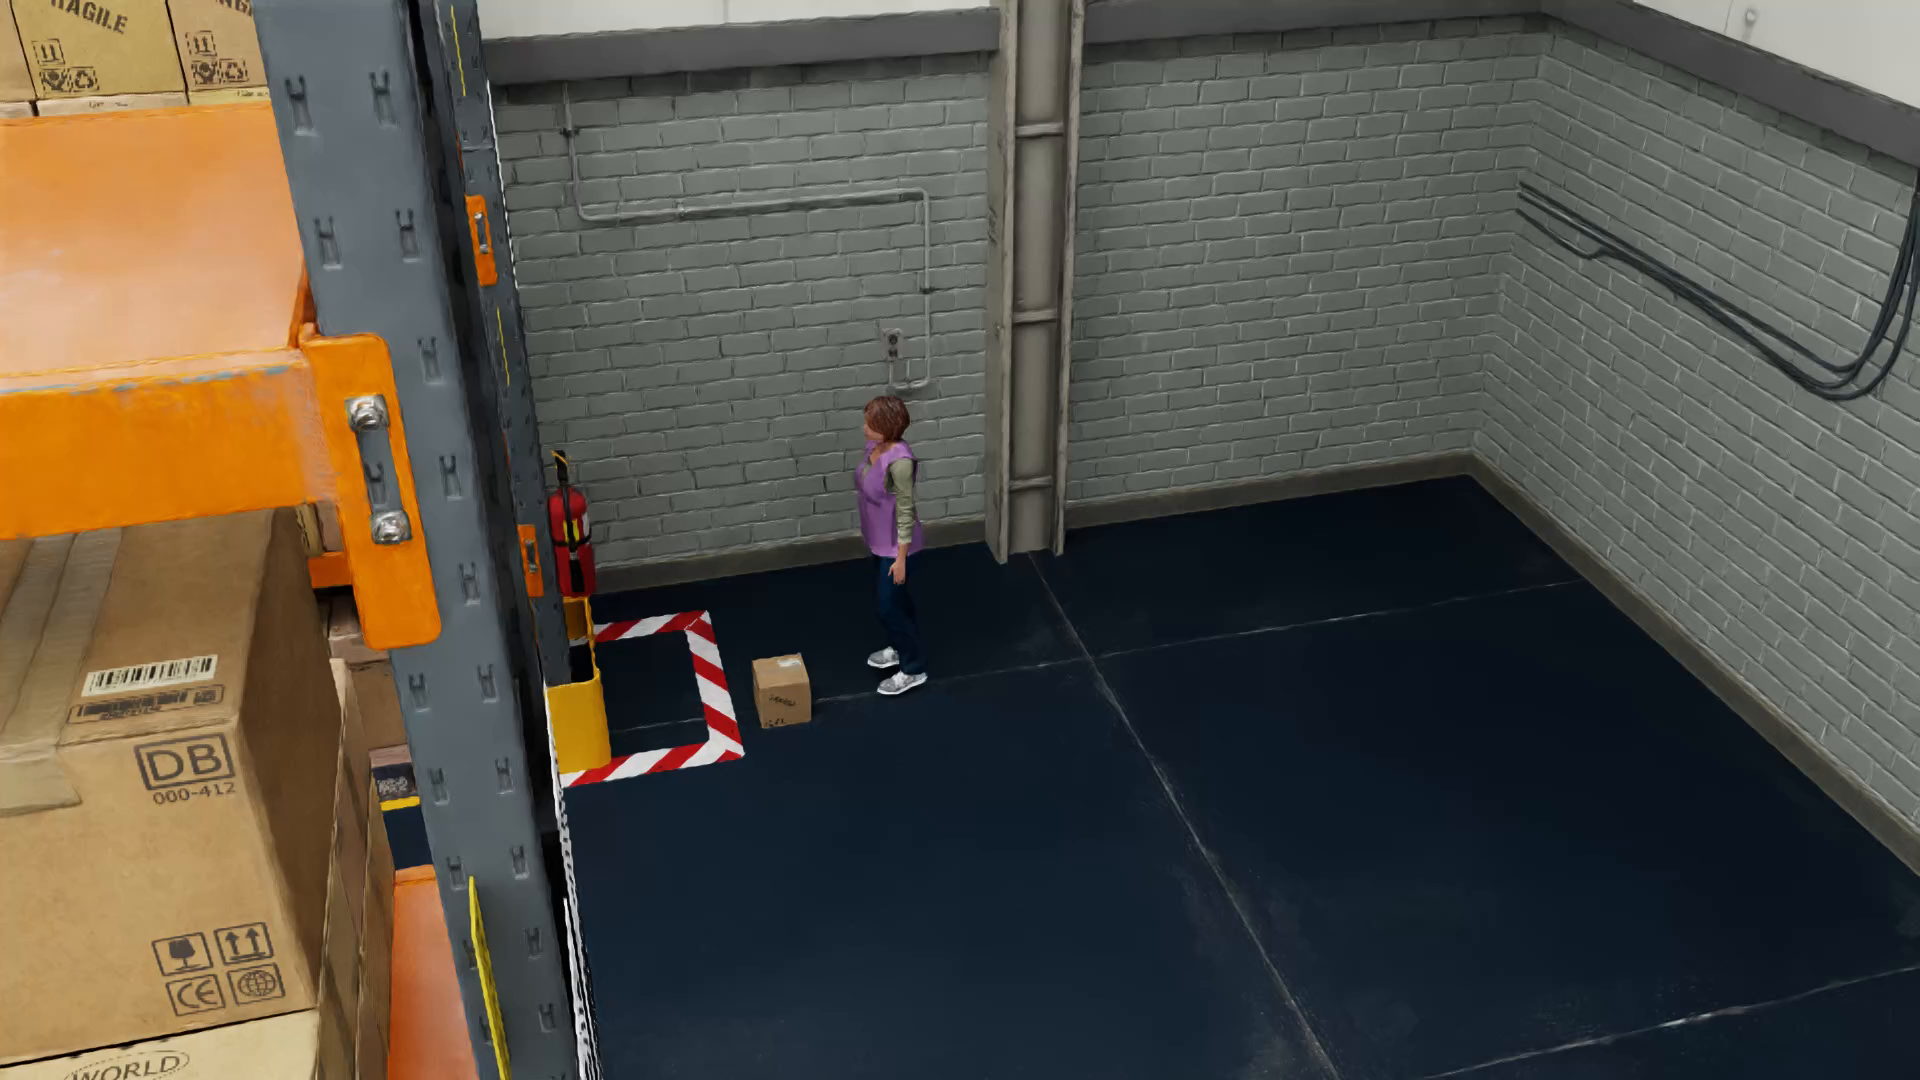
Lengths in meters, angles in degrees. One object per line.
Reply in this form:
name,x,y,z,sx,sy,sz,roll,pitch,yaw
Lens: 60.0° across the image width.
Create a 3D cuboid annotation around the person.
person,-0.320,0.013,8.176,0.349,1.594,0.456,-11,33,-18
